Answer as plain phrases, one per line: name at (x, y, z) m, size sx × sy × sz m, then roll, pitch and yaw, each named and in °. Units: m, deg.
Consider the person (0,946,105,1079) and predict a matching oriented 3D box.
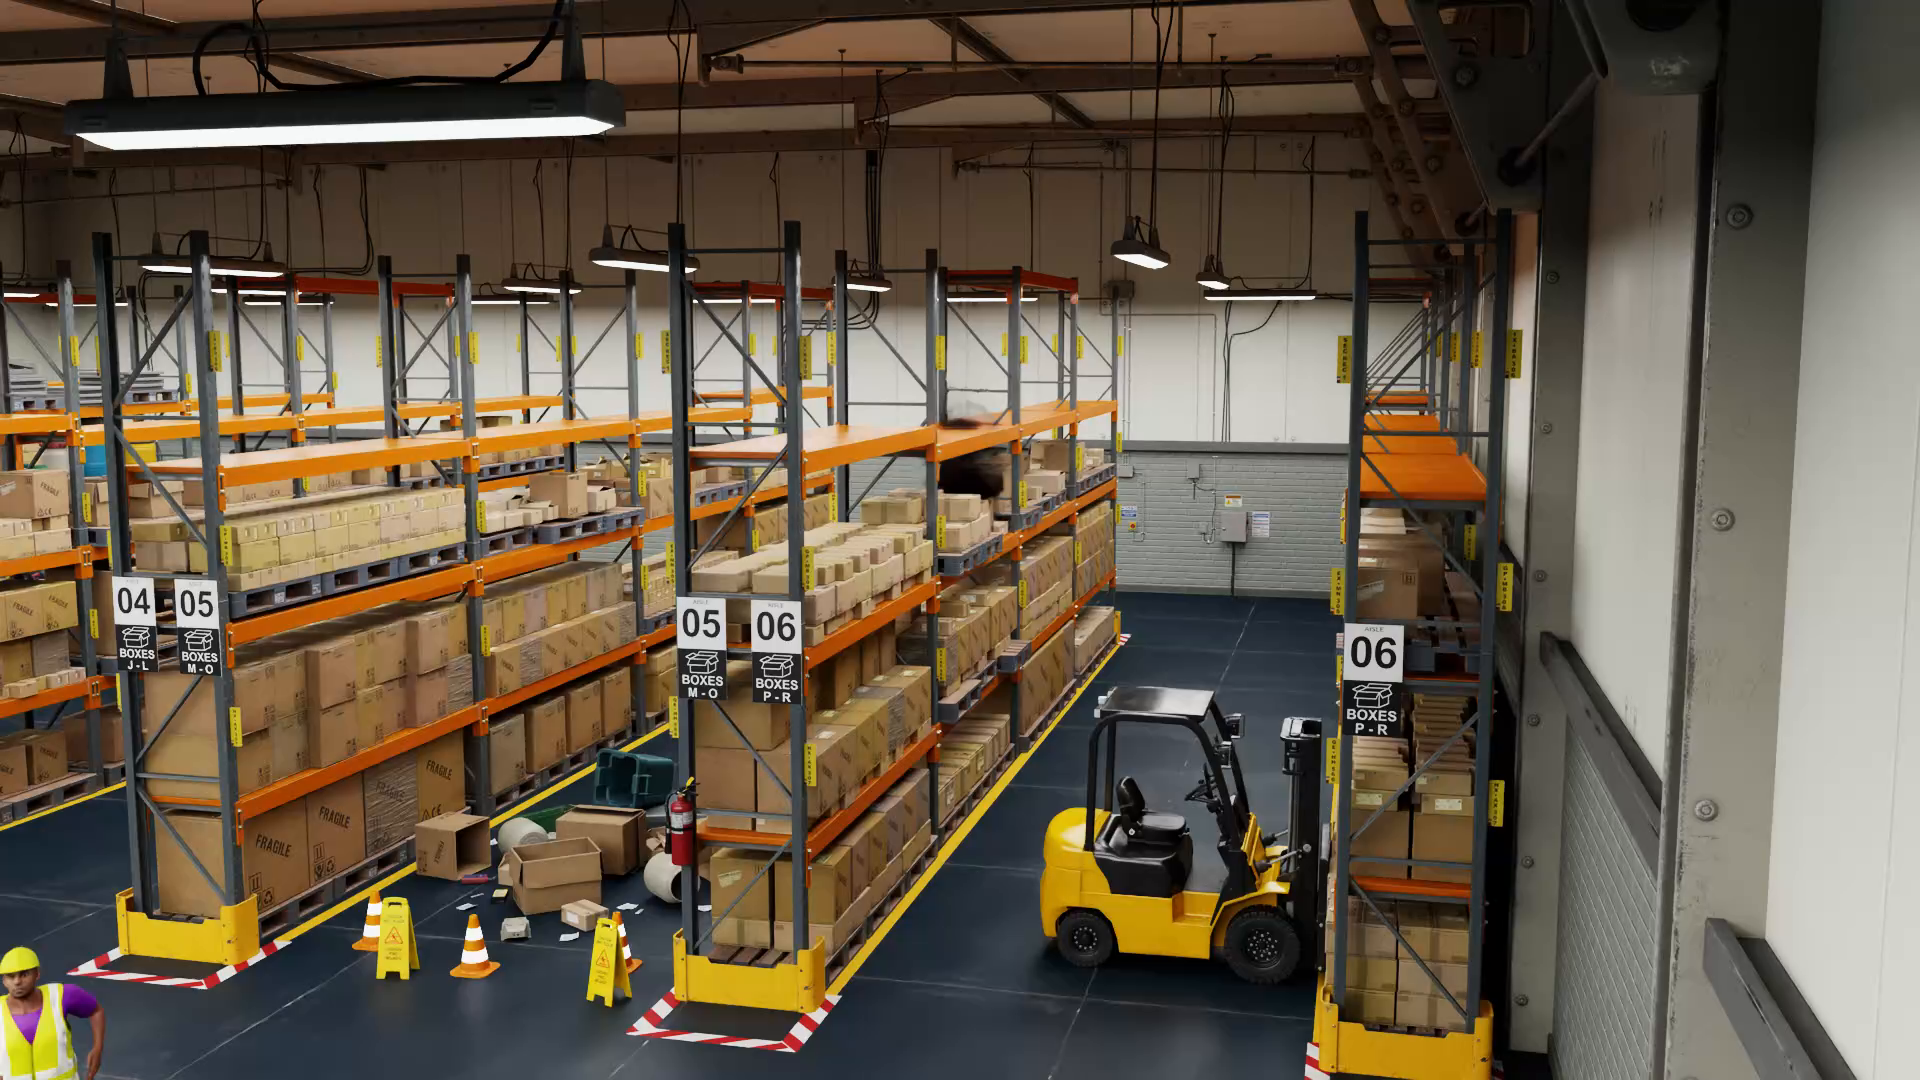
person at (-5.234, 3.171, 9.442) m, size 0.709 × 1.766 × 0.700 m, roll -3°, pitch 8°, yaw -27°
